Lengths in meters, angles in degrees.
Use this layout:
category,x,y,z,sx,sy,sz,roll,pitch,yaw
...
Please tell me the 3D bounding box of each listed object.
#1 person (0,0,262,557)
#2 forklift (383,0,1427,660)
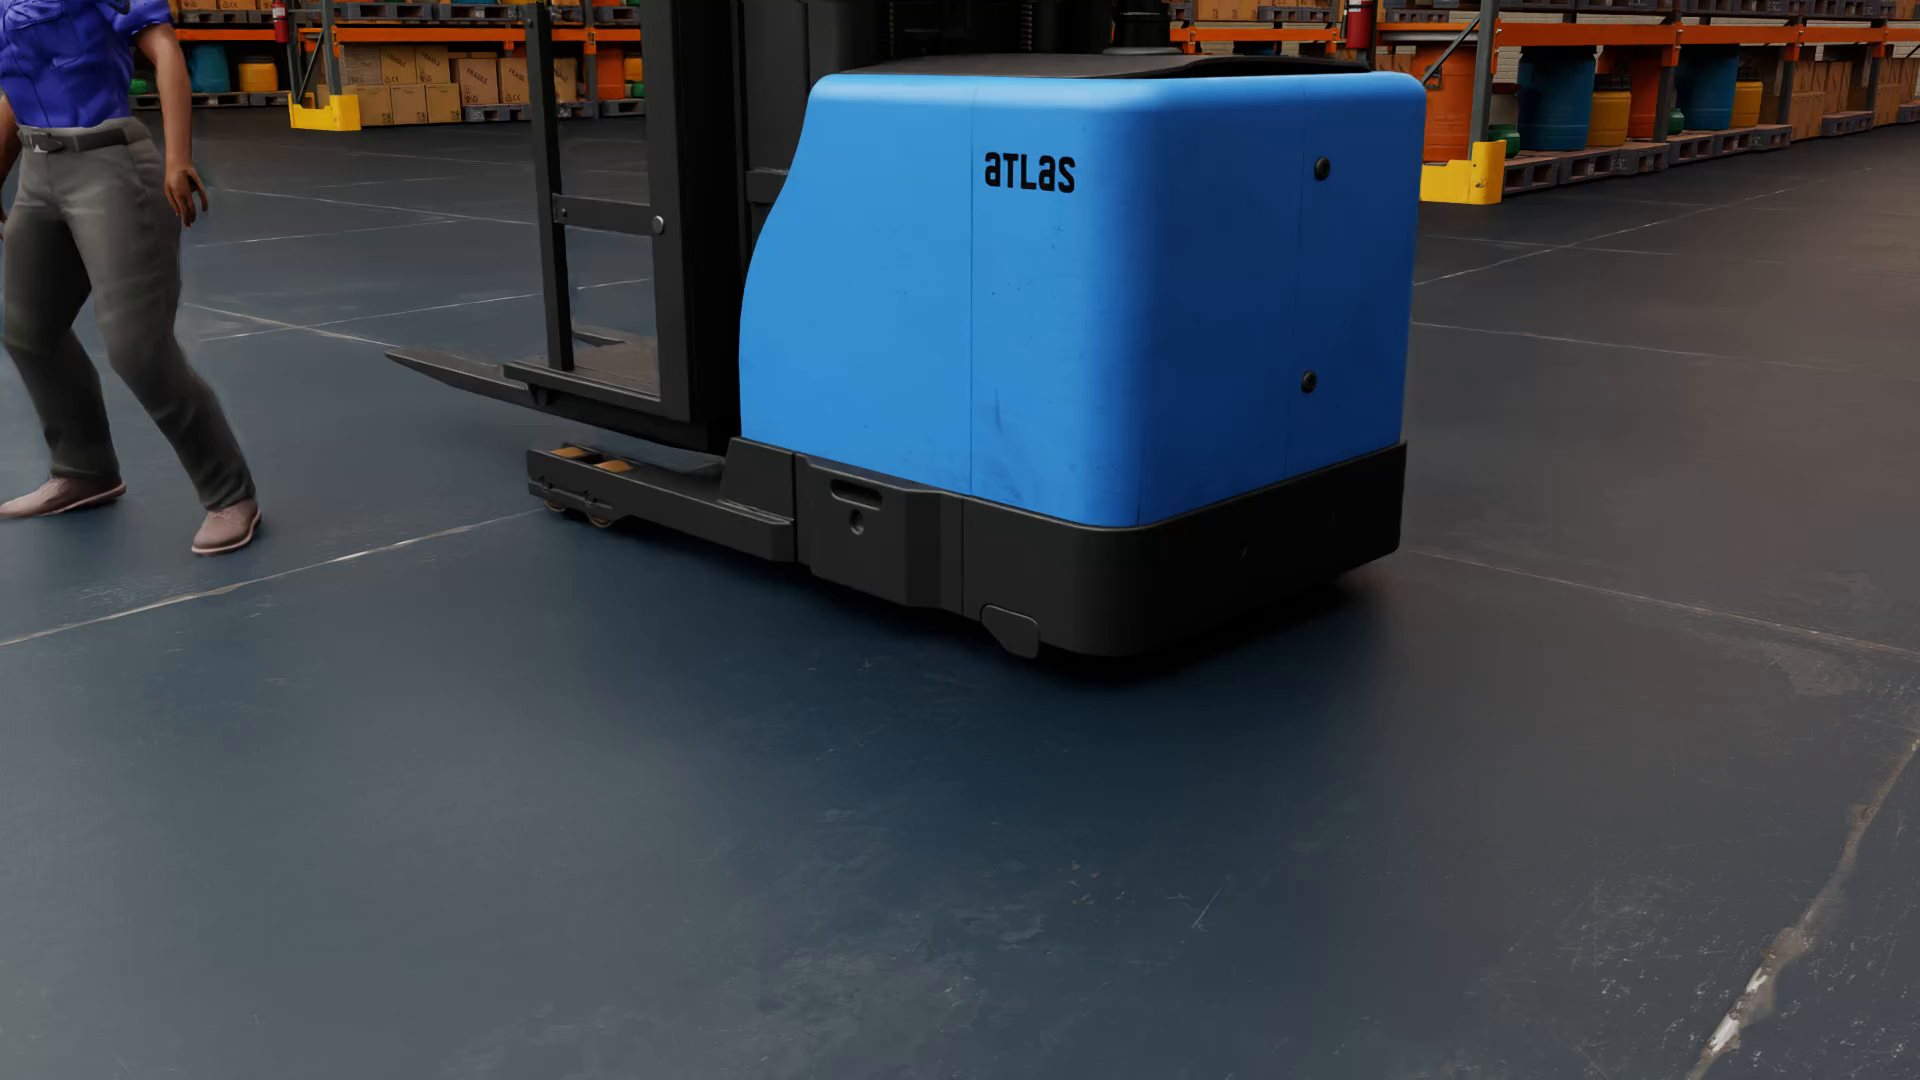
category,x,y,z,sx,sy,sz,roll,pitch,yaw
person,-2.014,-0.773,3.808,0.849,1.603,0.374,9,19,27
forklift,-0.442,-1.525,3.920,3.031,2.935,1.130,16,23,42
